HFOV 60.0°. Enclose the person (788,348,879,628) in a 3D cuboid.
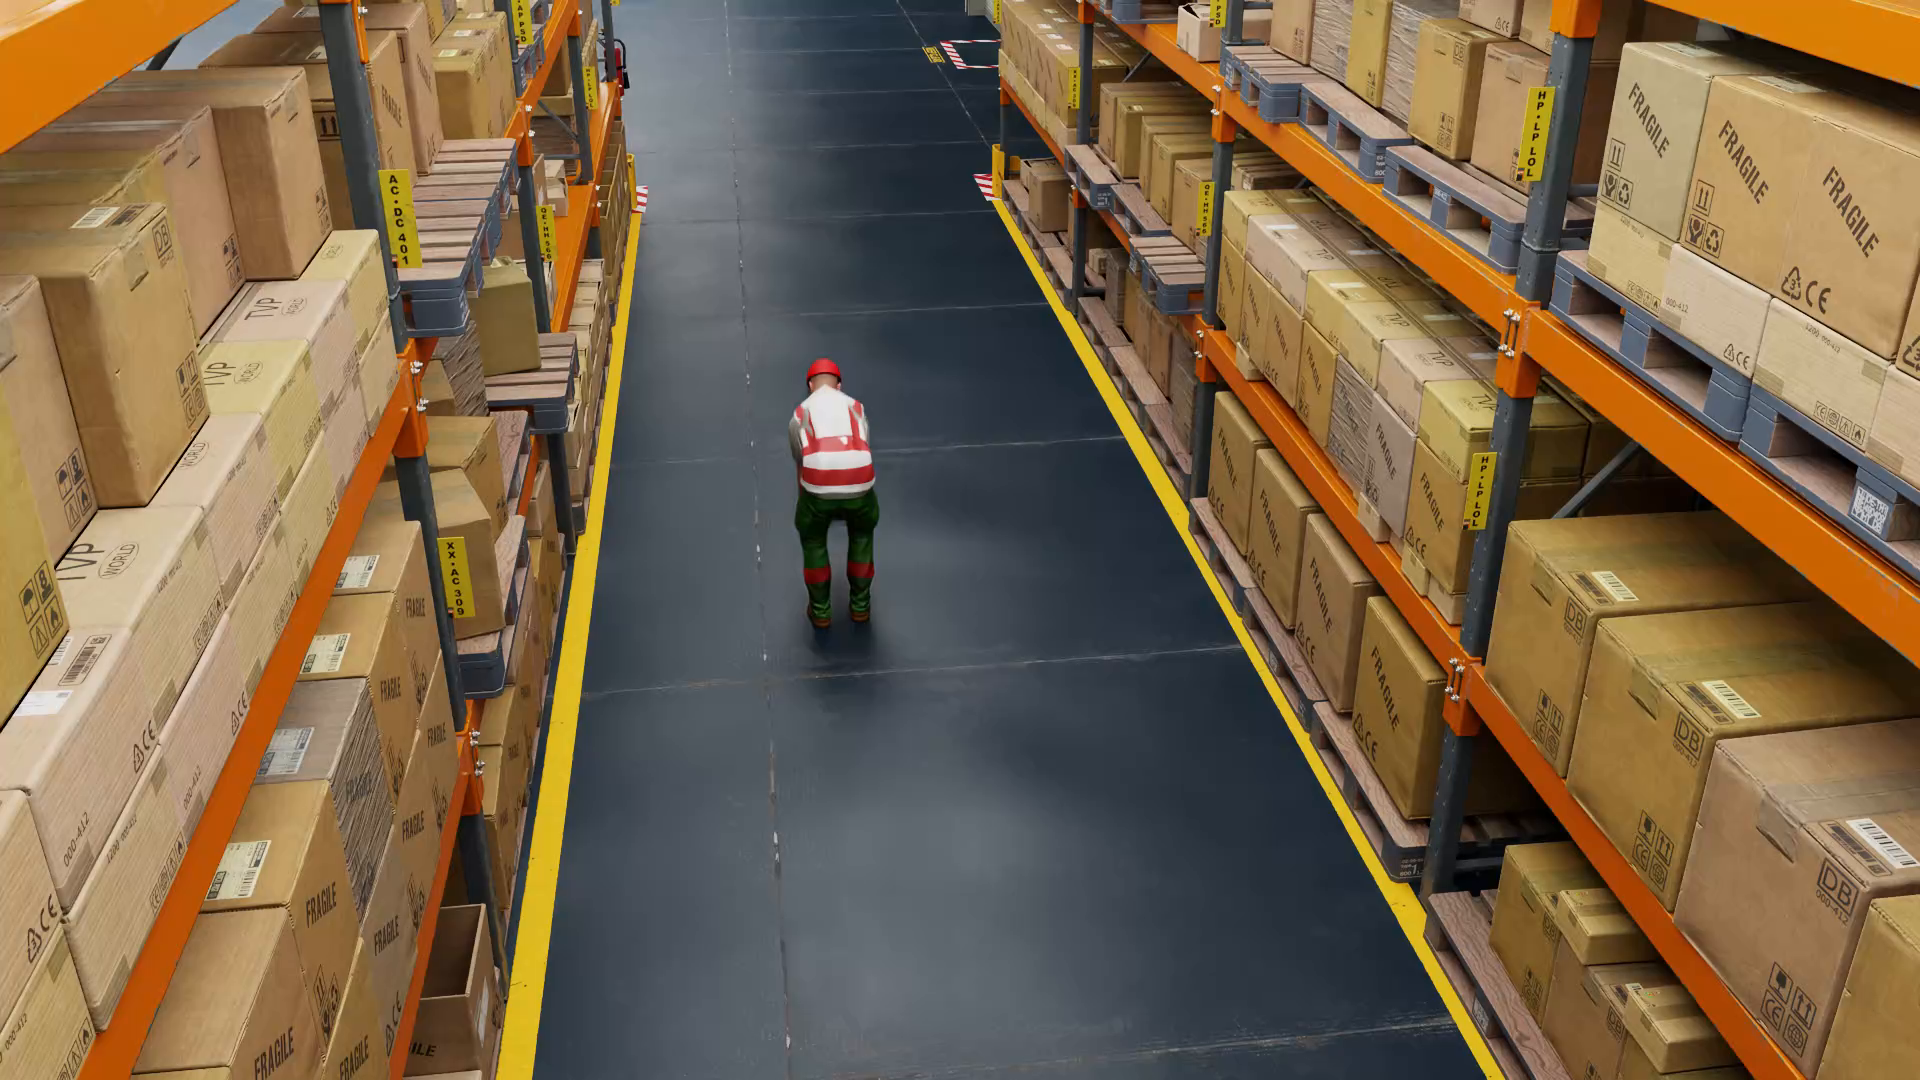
[{"bbox_3d":[-0.723,-0.297,9.522,0.477,1.472,0.858,-4,27,-8],"label":"person"}]
